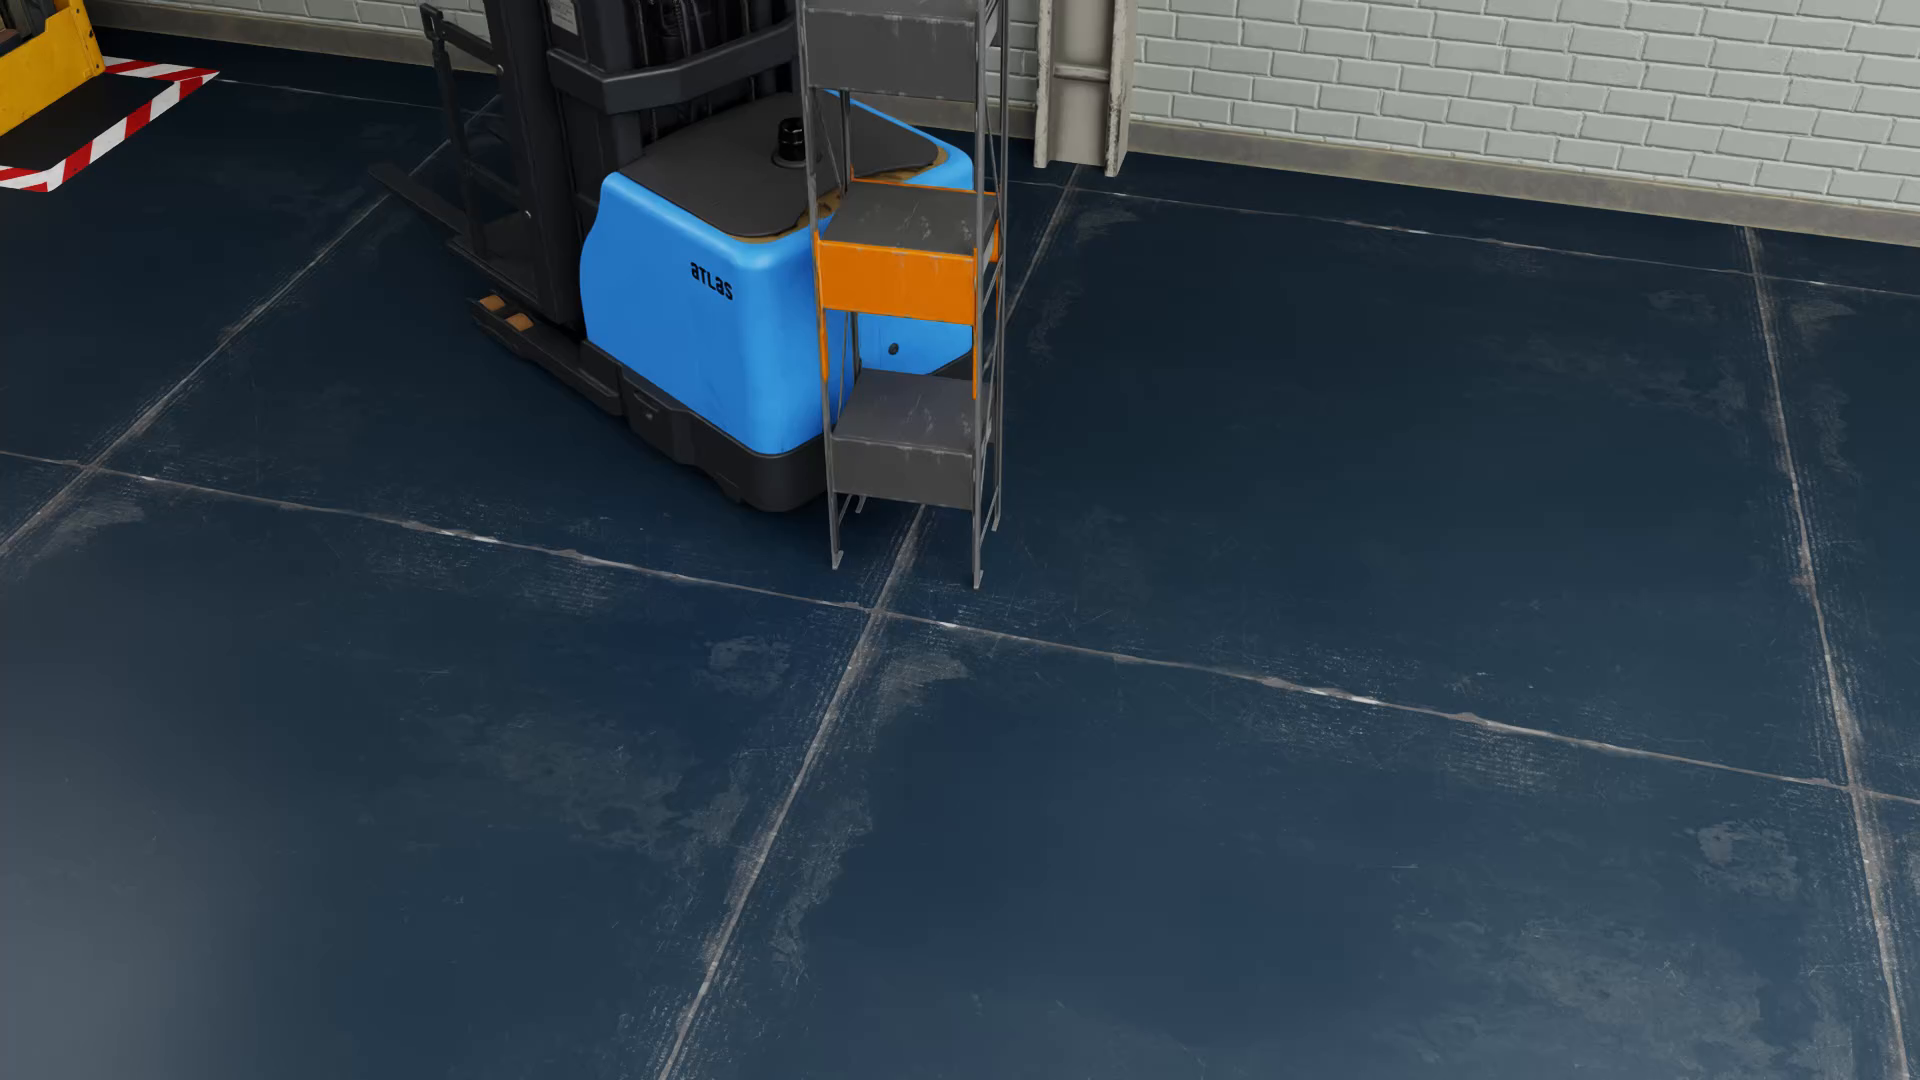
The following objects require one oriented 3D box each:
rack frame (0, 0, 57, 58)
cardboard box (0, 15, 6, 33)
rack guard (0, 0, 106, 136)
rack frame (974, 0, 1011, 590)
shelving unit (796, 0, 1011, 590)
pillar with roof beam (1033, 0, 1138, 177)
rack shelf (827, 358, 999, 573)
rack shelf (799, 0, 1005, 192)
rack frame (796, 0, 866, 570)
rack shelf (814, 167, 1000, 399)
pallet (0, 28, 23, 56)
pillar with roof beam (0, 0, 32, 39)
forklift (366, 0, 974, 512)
[{"bbox_3d":[-4.780,-3.295,7.341,0.127,3.000,1.000,10,41,11],"label":"rack frame"},{"bbox_3d":[-5.204,-2.606,8.332,0.500,0.250,0.500,10,41,12],"label":"cardboard box"},{"bbox_3d":[-4.757,-2.334,8.140,0.348,0.500,1.175,10,41,11],"label":"rack guard"},{"bbox_3d":[0.094,-0.764,5.027,0.015,2.100,0.400,8,41,9],"label":"rack frame"},{"bbox_3d":[-0.144,-0.796,5.066,0.503,2.100,0.431,8,41,9],"label":"shelving unit"},{"bbox_3d":[-0.536,-2.596,1.844,0.400,9.000,9.100,10,41,11],"label":"pillar with roof beam"},{"bbox_3d":[-0.144,-0.250,5.525,0.480,0.518,0.431,8,41,9],"label":"rack shelf"},{"bbox_3d":[-0.144,-1.322,4.624,0.480,0.518,0.431,8,41,9],"label":"rack shelf"},{"bbox_3d":[-0.383,-0.829,5.104,0.015,2.100,0.400,8,41,9],"label":"rack frame"},{"bbox_3d":[-0.144,-0.786,5.074,0.480,0.518,0.431,8,41,9],"label":"rack shelf"},{"bbox_3d":[-5.529,-2.328,8.358,1.213,0.211,1.003,10,41,11],"label":"pallet"},{"bbox_3d":[-6.332,-3.593,3.032,0.400,9.000,9.100,10,41,11],"label":"pillar with roof beam"},{"bbox_3d":[-1.331,-2.063,5.928,1.130,2.935,3.031,-32,50,-33],"label":"forklift"}]
